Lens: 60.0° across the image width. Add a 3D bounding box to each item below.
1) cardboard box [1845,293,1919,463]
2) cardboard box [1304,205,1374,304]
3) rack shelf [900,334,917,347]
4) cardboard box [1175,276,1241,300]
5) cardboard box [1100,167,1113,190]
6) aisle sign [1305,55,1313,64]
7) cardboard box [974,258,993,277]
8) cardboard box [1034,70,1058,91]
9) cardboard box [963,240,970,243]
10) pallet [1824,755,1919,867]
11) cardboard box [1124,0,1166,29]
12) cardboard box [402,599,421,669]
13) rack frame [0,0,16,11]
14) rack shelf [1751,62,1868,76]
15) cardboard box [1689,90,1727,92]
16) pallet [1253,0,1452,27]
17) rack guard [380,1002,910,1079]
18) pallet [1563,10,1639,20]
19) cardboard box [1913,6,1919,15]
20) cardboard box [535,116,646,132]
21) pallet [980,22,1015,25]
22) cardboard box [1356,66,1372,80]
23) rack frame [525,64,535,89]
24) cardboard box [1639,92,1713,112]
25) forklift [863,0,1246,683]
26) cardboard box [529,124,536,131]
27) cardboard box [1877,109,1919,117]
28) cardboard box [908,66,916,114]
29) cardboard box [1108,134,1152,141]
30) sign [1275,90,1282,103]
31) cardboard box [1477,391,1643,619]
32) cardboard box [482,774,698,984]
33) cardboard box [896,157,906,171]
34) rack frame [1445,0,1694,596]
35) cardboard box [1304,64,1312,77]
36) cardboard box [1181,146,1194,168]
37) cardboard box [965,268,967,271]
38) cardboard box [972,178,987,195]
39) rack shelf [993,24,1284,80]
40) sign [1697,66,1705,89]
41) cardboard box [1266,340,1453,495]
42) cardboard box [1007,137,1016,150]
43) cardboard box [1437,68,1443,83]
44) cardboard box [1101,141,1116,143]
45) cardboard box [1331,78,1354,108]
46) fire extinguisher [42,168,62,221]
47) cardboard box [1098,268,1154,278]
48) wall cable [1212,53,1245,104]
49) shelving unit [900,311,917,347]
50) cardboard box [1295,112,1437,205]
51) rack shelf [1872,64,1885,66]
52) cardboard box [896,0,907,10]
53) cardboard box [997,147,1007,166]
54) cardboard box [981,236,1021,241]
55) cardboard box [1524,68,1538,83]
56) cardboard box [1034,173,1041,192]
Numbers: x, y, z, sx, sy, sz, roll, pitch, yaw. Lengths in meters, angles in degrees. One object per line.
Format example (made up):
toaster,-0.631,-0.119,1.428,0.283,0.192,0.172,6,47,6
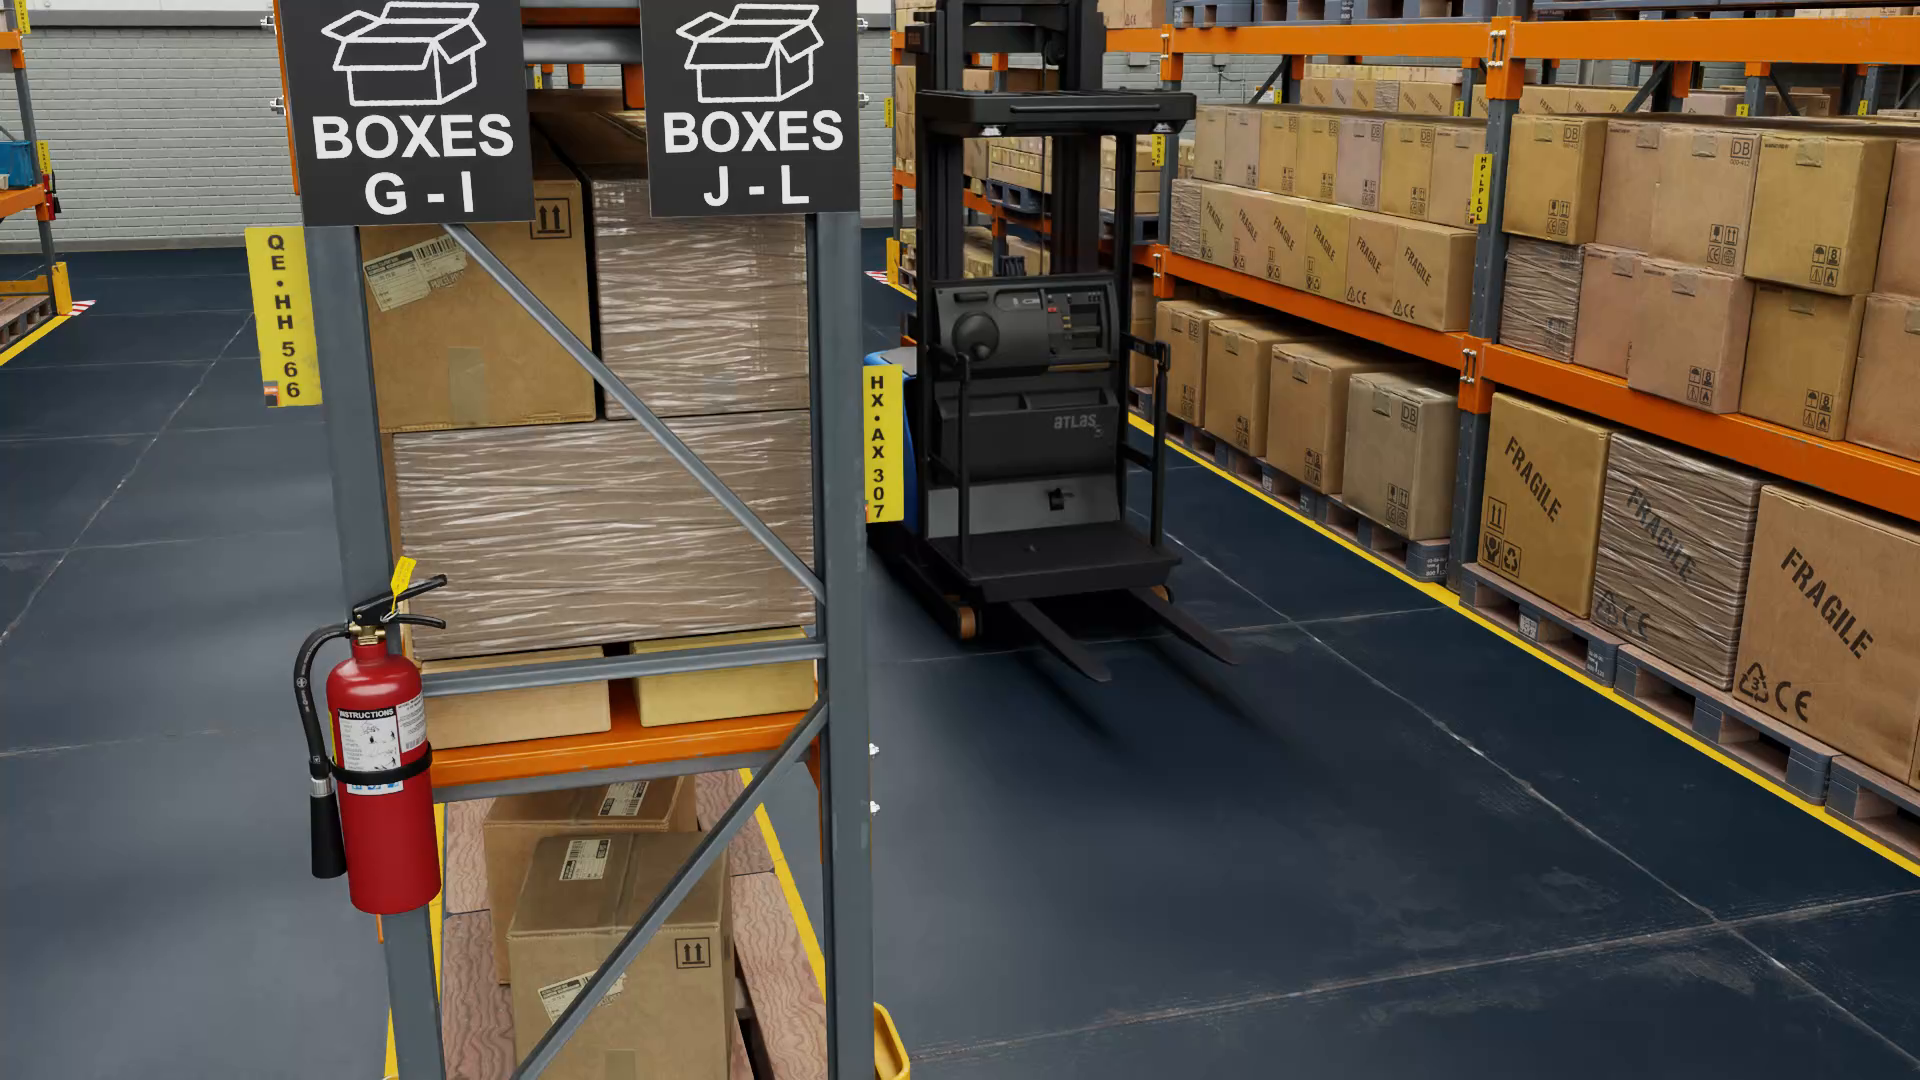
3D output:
cardboard box,3.759,-0.586,5.930,0.875,0.550,0.550,-5,17,-15
cardboard box,2.333,-1.657,9.582,0.500,0.500,0.500,-5,17,-15
rack shelf,-0.158,-1.090,9.628,0.258,0.148,0.480,-5,18,-18
cardboard box,1.955,-1.886,12.829,0.500,0.250,0.500,-6,18,-18
cardboard box,1.263,-2.711,12.452,0.380,0.149,0.250,-4,17,-13
aisle sign,4.146,-6.187,20.317,0.394,0.787,0.004,-5,17,-15
cardboard box,0.356,-2.686,16.370,0.380,0.149,0.250,-4,17,-15
cardboard box,0.923,-4.233,15.901,0.500,0.500,0.500,-4,17,-14
cardboard box,-0.089,-3.112,17.791,0.380,0.149,0.250,-4,17,-14
pallet,3.815,1.020,5.689,1.003,0.211,1.213,-5,17,-15
cardboard box,1.510,-3.935,11.952,0.500,0.500,0.500,-5,17,-15
cardboard box,-1.150,0.187,4.051,0.380,0.149,0.250,-5,17,-15
rack frame,-9.846,-6.643,15.926,1.000,3.000,0.127,-5,17,-15
rack shelf,7.193,-3.271,11.165,1.077,0.370,4.000,-5,17,-15
cardboard box,6.470,-3.696,14.630,0.500,0.500,0.500,-4,17,-14
pallet,2.450,-3.176,9.926,1.003,0.211,1.213,-4,17,-13
rack guard,-0.707,1.440,3.789,1.175,0.500,0.348,-5,17,-15
pallet,5.843,-4.934,15.783,0.805,0.209,1.217,-5,18,-17
cardboard box,7.090,-3.799,11.491,0.797,0.503,0.637,-5,17,-15
cardboard box,-1.259,-1.271,6.040,0.500,0.500,0.500,-5,17,-15
pallet,0.880,-4.587,14.621,1.213,0.211,1.003,-5,17,-15
cardboard box,4.662,-5.230,18.611,0.380,0.149,0.250,-5,17,-17
rack frame,-5.084,-4.162,18.093,1.000,3.000,0.127,-5,17,-15
cardboard box,6.101,-3.523,14.054,0.500,0.500,0.500,-4,17,-14
forklift,0.401,-1.058,7.880,1.130,2.935,3.031,-5,18,-18
cardboard box,-1.631,-1.091,5.440,0.500,0.500,0.500,-5,17,-15
cardboard box,10.233,-4.330,17.749,0.700,0.500,0.500,-4,17,-14
cardboard box,-0.274,-4.911,18.158,0.500,0.500,0.500,-4,17,-14
cardboard box,1.468,-3.329,13.994,0.380,0.149,0.250,-6,18,-18
sign,3.910,-5.356,20.425,0.100,0.325,0.005,-5,17,-15
cardboard box,3.116,-0.211,7.903,0.875,0.875,0.875,-4,17,-14
cardboard box,-1.039,0.923,4.780,0.500,0.500,0.500,0,17,-1
cardboard box,-0.513,-4.290,18.957,0.380,0.149,0.250,-5,17,-16
rack frame,3.011,-1.207,8.255,1.000,3.000,0.127,-5,17,-15
cardboard box,4.276,-5.663,20.050,0.380,0.149,0.250,-4,17,-14
cardboard box,1.895,-2.896,12.552,0.380,0.149,0.250,-5,17,-17
cardboard box,0.269,-2.683,16.880,0.380,0.149,0.250,-5,17,-15
cardboard box,0.333,-3.422,16.068,0.380,0.149,0.250,-5,17,-17
rack shelf,1.362,-3.958,13.452,1.077,0.370,4.000,-5,17,-15
sign,9.755,-6.083,21.927,0.100,0.325,0.005,-5,17,-15
cardboard box,2.492,-0.762,9.956,1.050,0.750,0.750,-5,17,-15
cardboard box,0.629,-3.492,14.536,0.380,0.149,0.250,-5,17,-15
cardboard box,5.185,-4.818,17.238,0.380,0.149,0.250,-4,17,-14
cardboard box,1.060,-3.061,13.101,0.380,0.149,0.250,-5,17,-15
cardboard box,4.600,-5.033,19.080,0.500,0.500,0.500,-5,17,-16
fire extinguisher,-9.450,-3.632,17.113,0.296,0.674,0.183,-5,17,-15
cardboard box,1.322,-1.984,13.153,0.500,0.250,0.500,-4,17,-14
wall cable,4.233,-7.105,26.125,0.588,1.984,0.122,-5,17,-15
shelving unit,-0.158,-0.713,9.741,0.258,1.200,0.503,-5,18,-18
cardboard box,2.450,-2.292,9.957,0.700,0.500,0.500,-5,17,-16
rack shelf,10.865,-4.771,16.158,1.077,0.370,4.000,-5,17,-15
cardboard box,-0.413,-5.985,18.342,0.500,0.250,0.500,-4,17,-14
cardboard box,0.552,-3.426,14.833,0.380,0.149,0.250,-5,17,-16
cardboard box,0.447,-3.238,18.209,0.380,0.149,0.250,-4,17,-13
cardboard box,5.707,-4.784,17.125,0.380,0.149,0.250,-5,17,-16
cardboard box,0.842,-2.994,13.913,0.380,0.149,0.250,-5,17,-16
